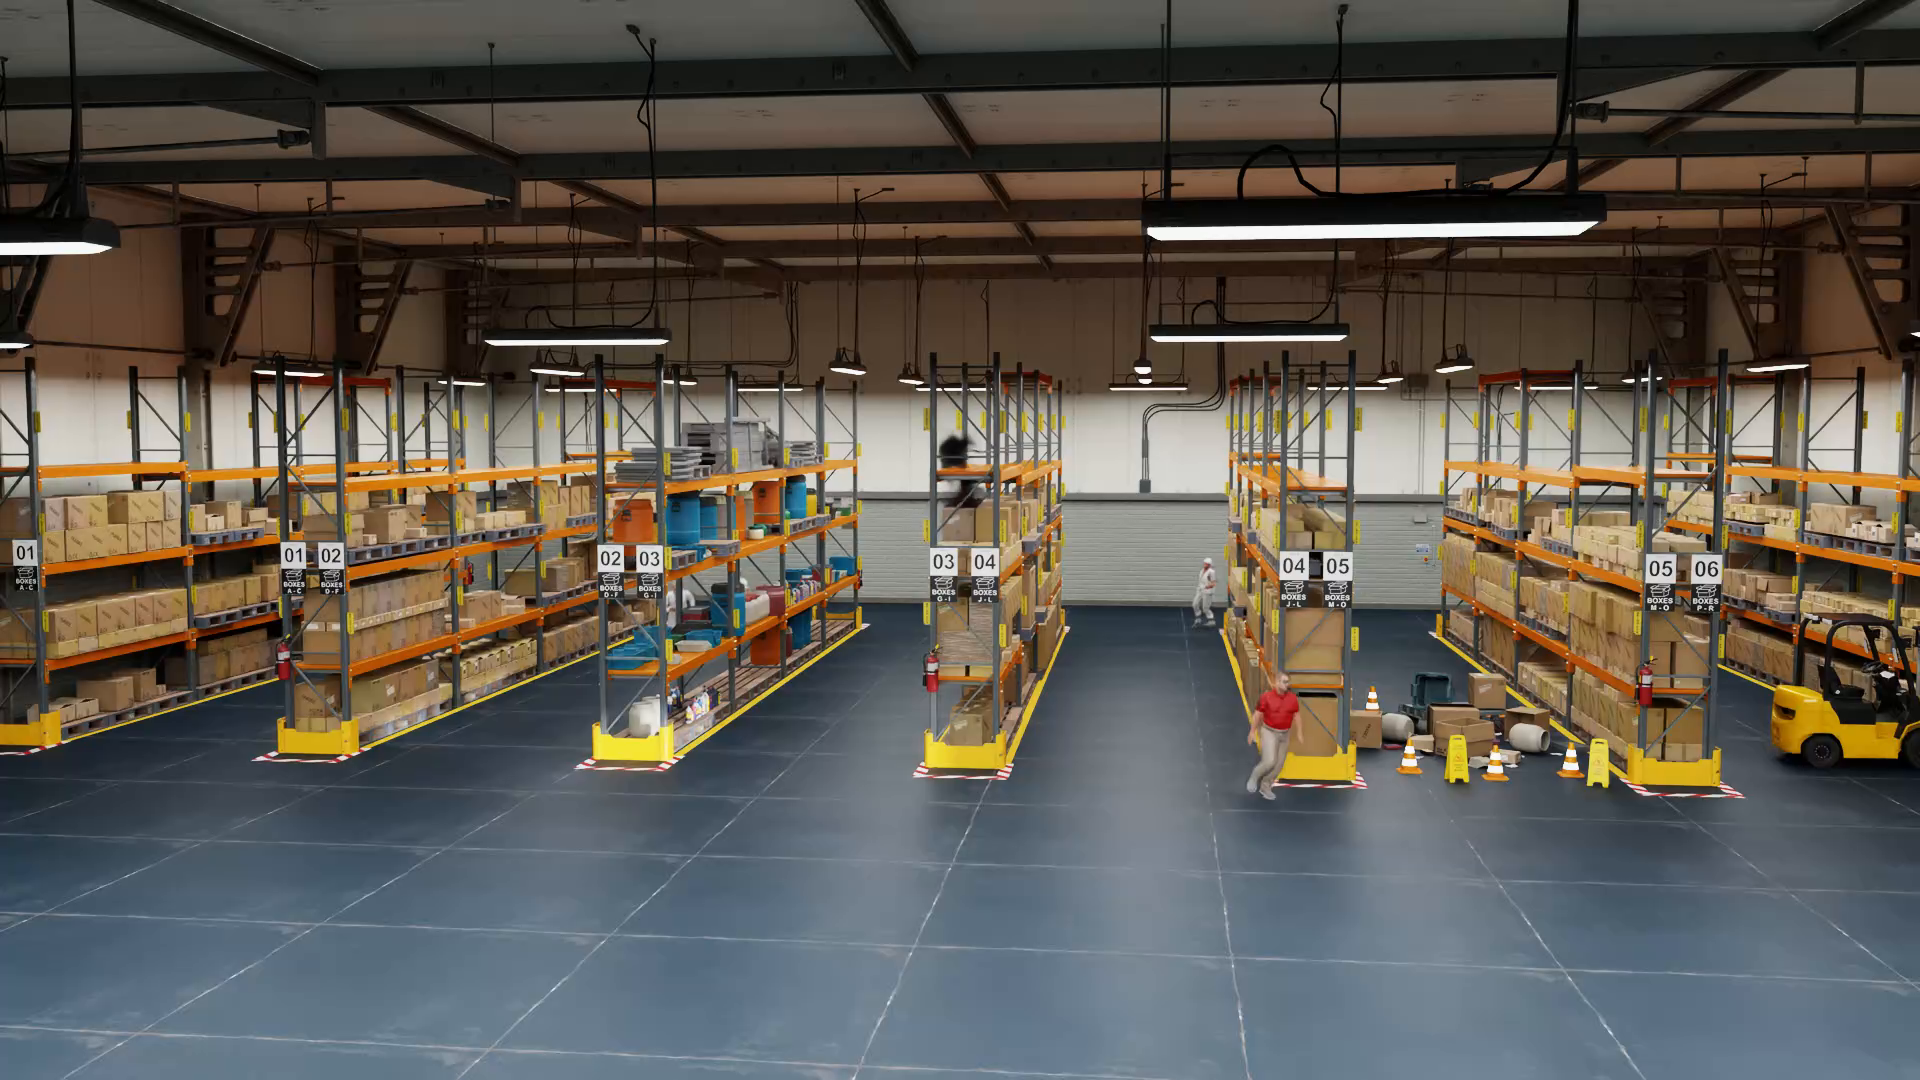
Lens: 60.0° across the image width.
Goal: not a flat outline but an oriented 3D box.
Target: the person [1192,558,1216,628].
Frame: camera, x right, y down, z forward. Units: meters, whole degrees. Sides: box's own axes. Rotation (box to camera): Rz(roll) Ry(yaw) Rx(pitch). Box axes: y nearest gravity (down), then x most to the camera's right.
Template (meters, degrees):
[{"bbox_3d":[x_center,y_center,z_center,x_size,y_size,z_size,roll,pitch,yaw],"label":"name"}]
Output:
[{"bbox_3d":[5.954,1.306,40.381,0.692,1.787,0.774,-2,4,-22],"label":"person"}]

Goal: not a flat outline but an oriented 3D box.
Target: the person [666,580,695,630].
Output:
[{"bbox_3d":[-5.941,1.675,35.057,0.712,1.688,0.989,-1,4,-8],"label":"person"}]

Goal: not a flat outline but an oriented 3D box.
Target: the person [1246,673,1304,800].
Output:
[{"bbox_3d":[4.182,2.600,22.072,0.665,1.707,0.591,-2,4,-21],"label":"person"}]

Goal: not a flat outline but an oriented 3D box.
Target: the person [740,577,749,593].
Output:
[{"bbox_3d":[-5.115,1.473,38.198,0.600,1.697,0.741,1,4,10],"label":"person"}]
